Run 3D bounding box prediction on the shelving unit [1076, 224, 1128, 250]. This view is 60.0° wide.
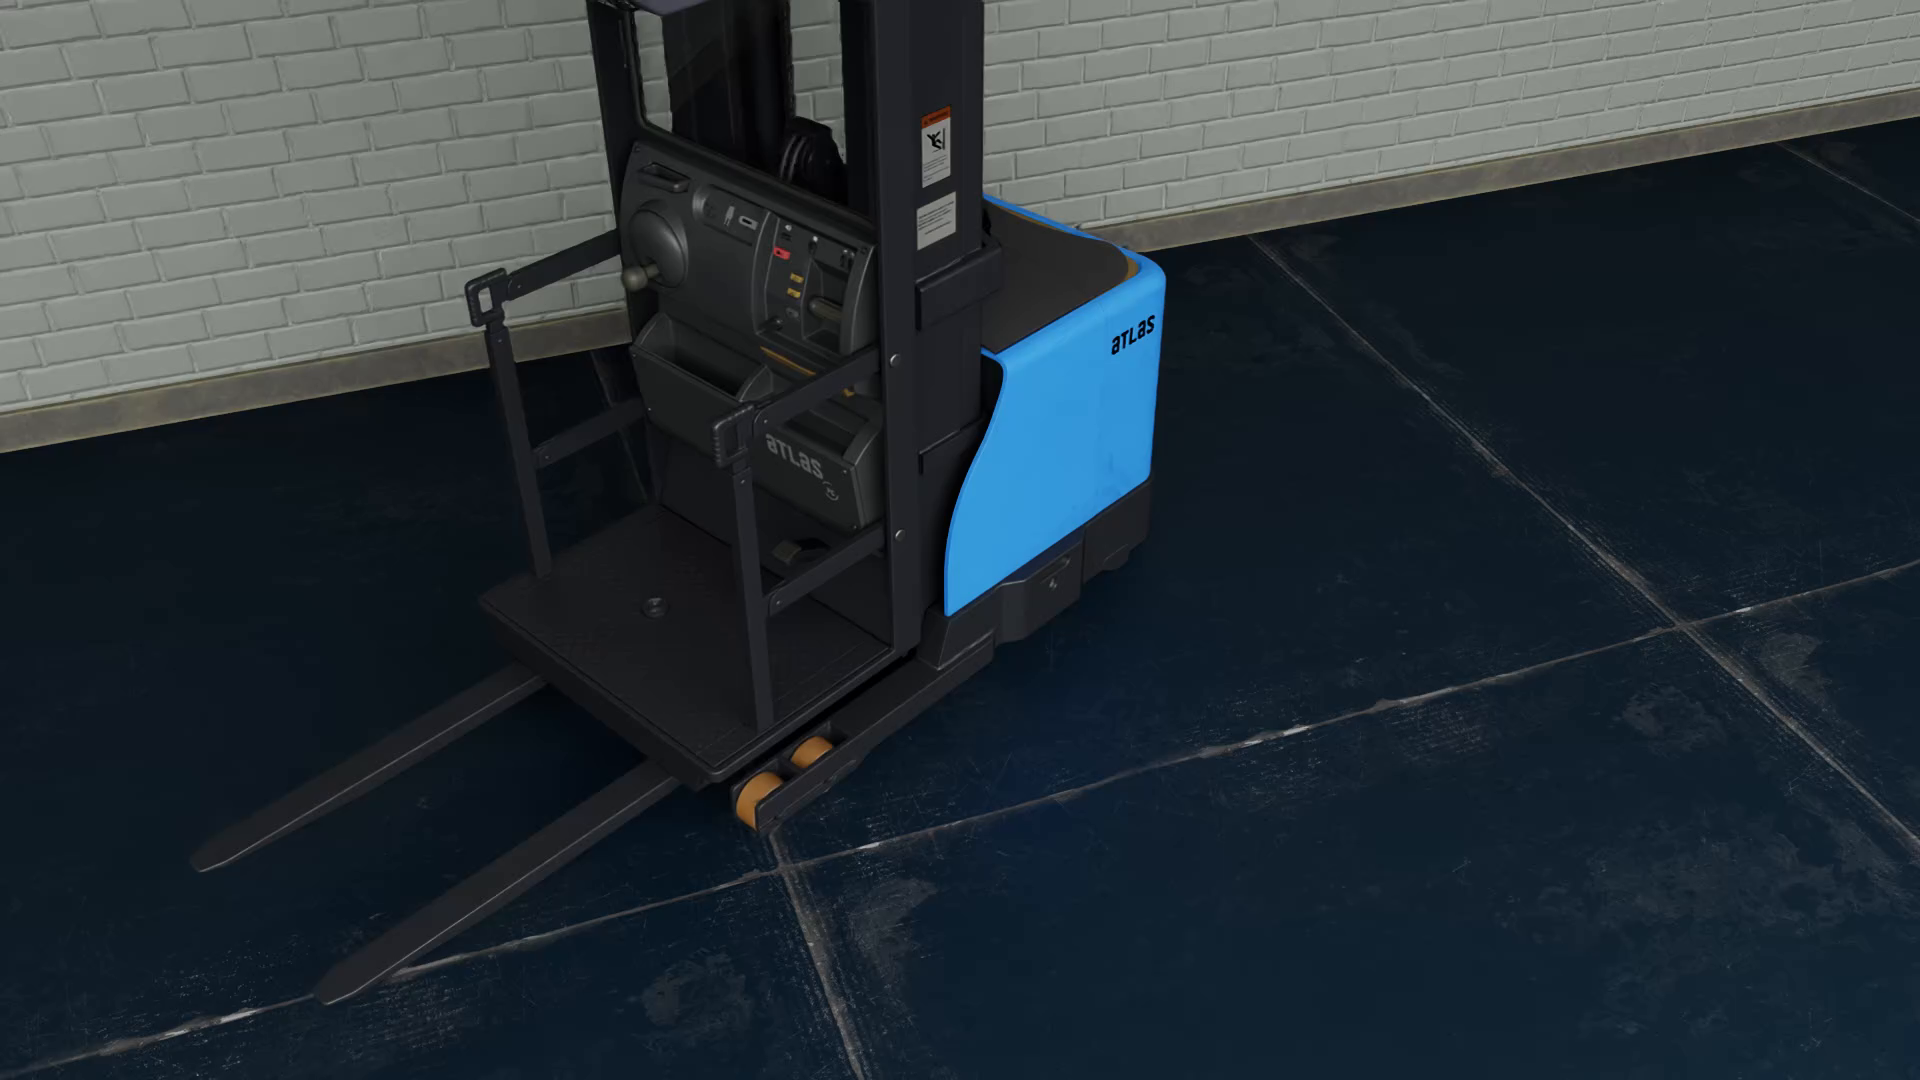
[{"bbox_3d":[0.406,-0.627,5.834,0.210,0.900,0.258,29,46,33],"label":"shelving unit"}]

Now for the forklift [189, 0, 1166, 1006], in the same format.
[{"bbox_3d":[-0.718,-0.701,4.244,1.130,2.935,3.031,29,46,33],"label":"forklift"}]

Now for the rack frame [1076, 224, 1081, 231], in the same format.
[{"bbox_3d":[0.331,-0.668,5.889,0.006,0.900,0.240,29,46,33],"label":"rack frame"}]

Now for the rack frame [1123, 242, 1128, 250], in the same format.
[{"bbox_3d":[0.481,-0.586,5.779,0.006,0.900,0.240,29,46,33],"label":"rack frame"}]
